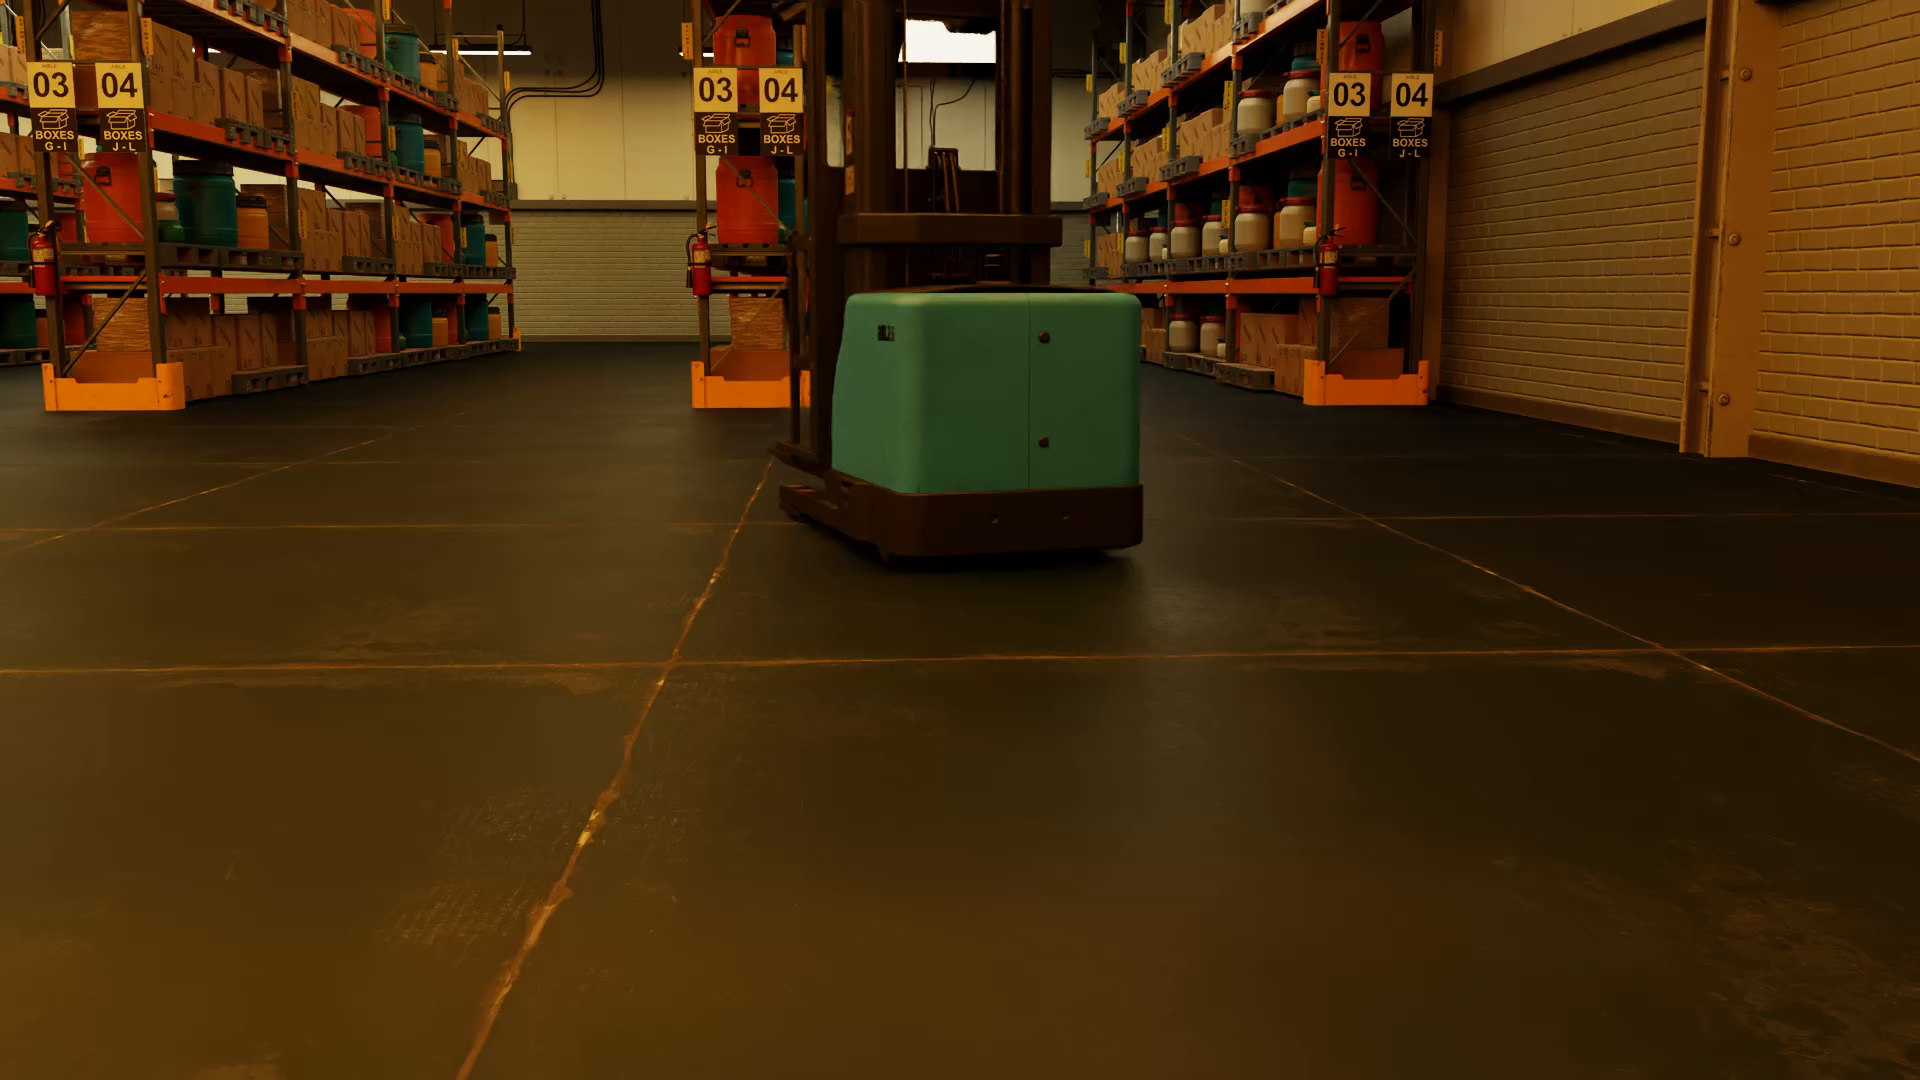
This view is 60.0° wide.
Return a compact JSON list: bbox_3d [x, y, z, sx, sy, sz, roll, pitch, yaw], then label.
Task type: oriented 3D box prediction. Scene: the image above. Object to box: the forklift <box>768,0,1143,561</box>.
[{"bbox_3d":[-0.234,-1.544,7.730,1.130,2.935,3.031,-3,9,-19],"label":"forklift"}]
